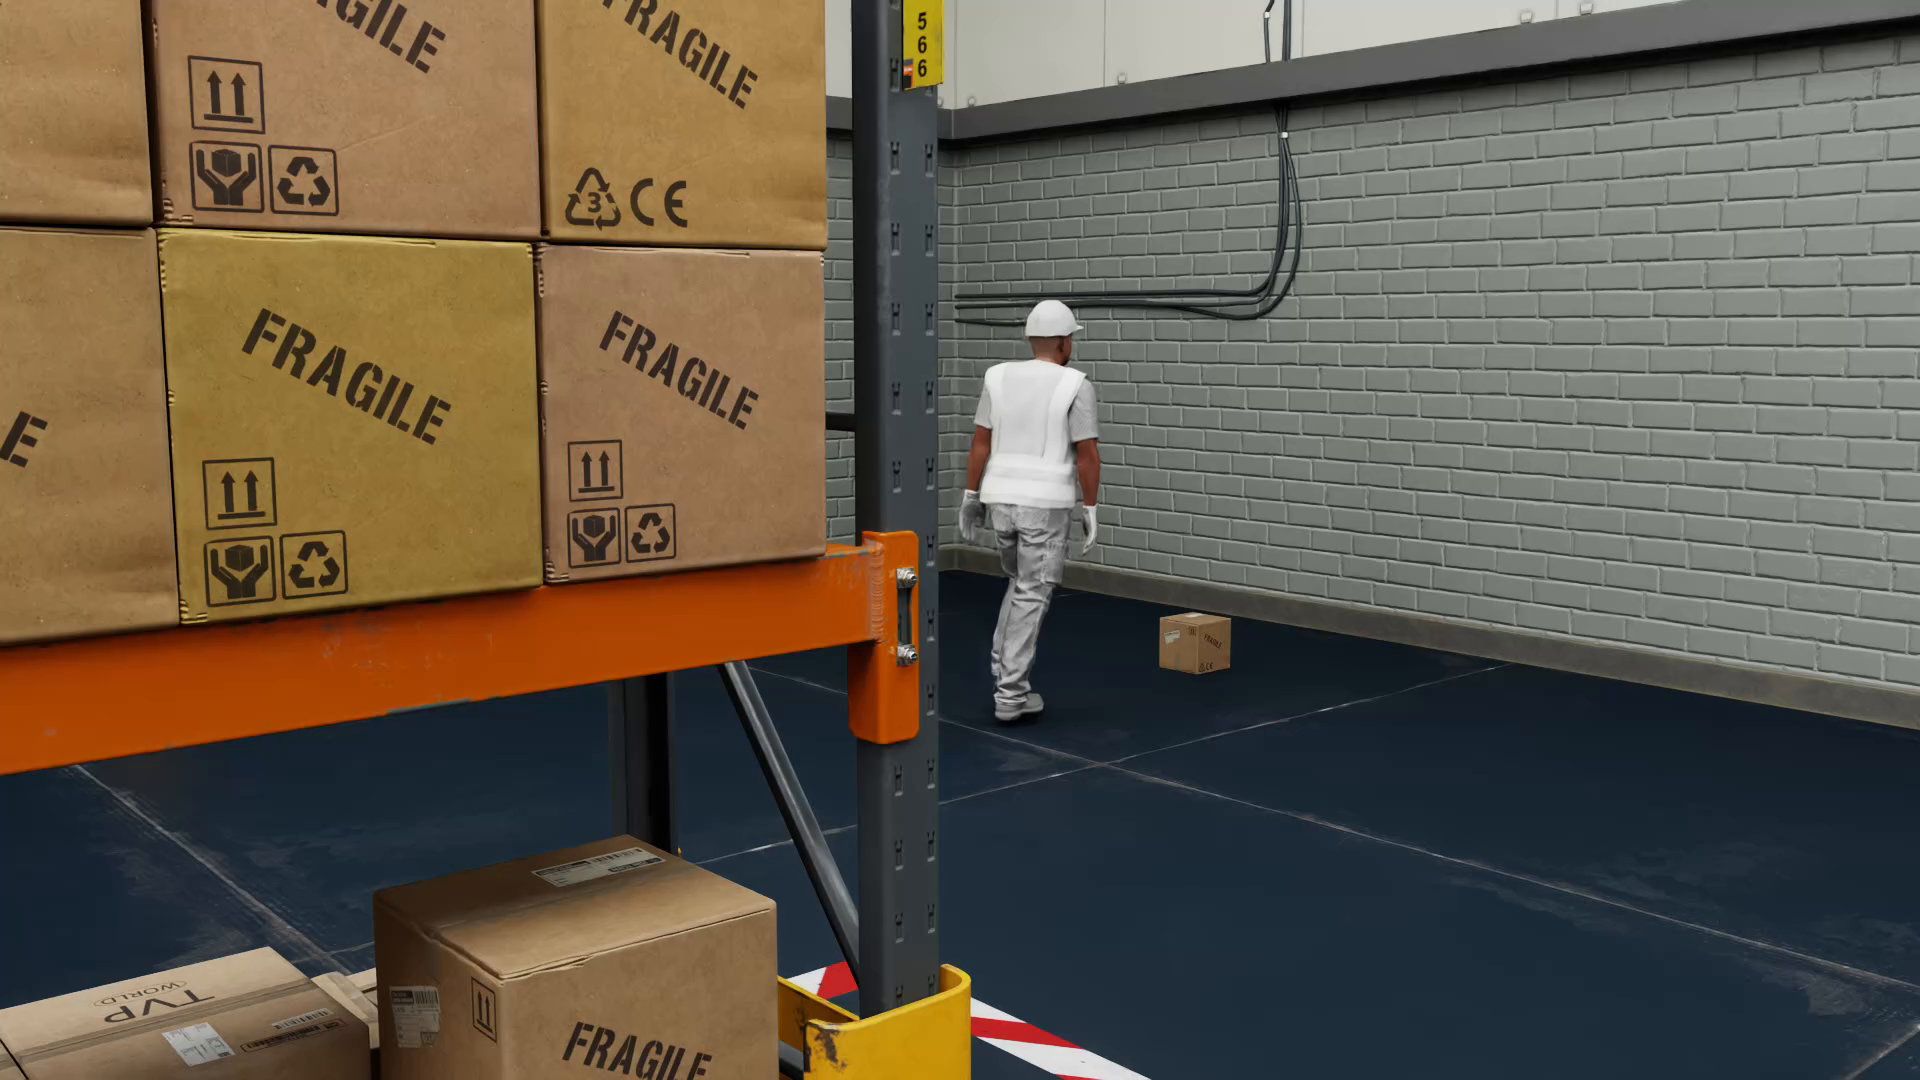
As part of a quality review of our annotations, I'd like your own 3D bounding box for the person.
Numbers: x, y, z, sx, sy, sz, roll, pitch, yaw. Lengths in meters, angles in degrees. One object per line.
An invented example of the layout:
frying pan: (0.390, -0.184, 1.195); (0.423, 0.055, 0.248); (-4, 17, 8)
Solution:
person: (0.311, -0.129, 7.117); (0.595, 1.778, 0.519); (5, 9, 34)
